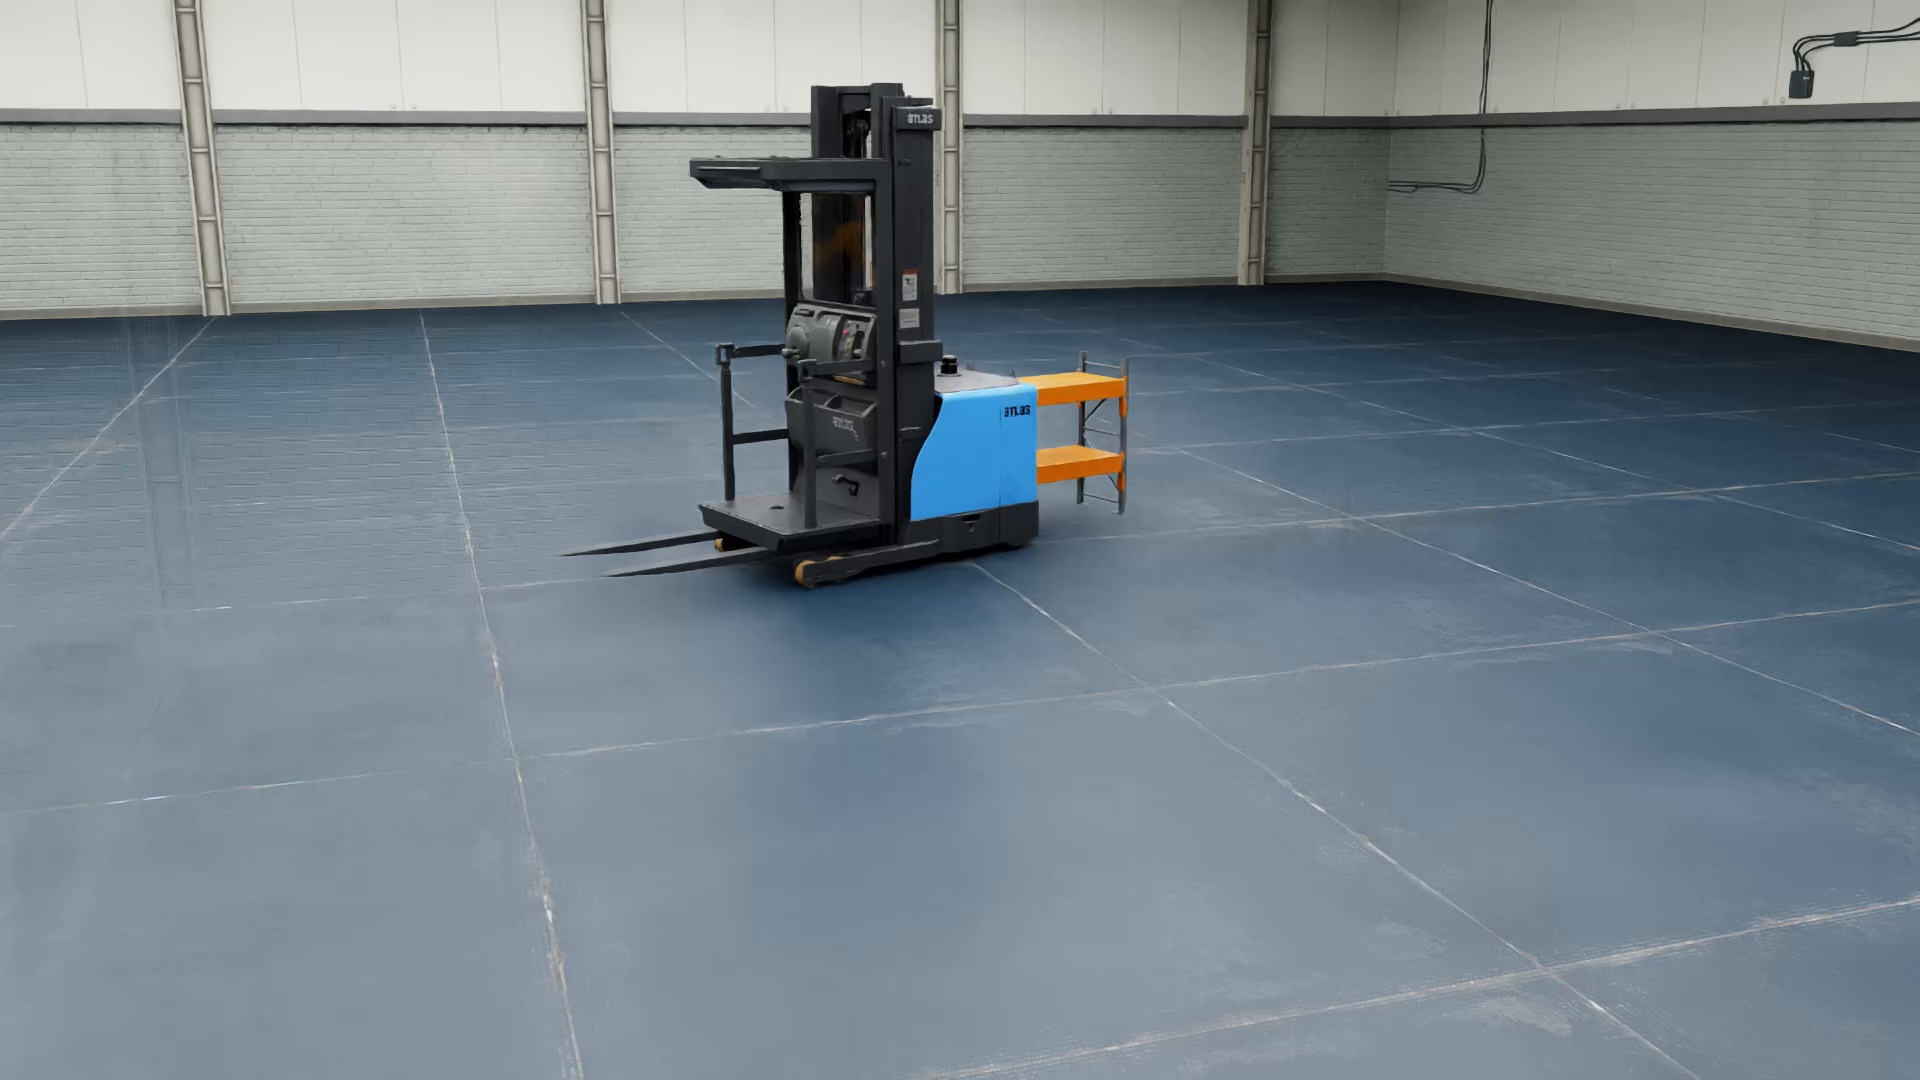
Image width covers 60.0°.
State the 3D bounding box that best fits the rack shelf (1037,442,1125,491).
[{"bbox_3d":[0.616,-0.468,11.736,1.000,0.278,0.538,-10,16,-35],"label":"rack shelf"}]

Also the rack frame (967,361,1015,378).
[{"bbox_3d":[0.207,-0.636,11.385,0.032,1.125,0.500,-10,16,-35],"label":"rack frame"}]

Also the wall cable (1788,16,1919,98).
[{"bbox_3d":[11.724,-8.716,20.991,0.169,6.003,2.305,-4,14,-18],"label":"wall cable"}]

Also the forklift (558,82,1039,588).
[{"bbox_3d":[-0.969,-1.276,10.174,3.031,2.935,1.130,-10,16,-35],"label":"forklift"}]

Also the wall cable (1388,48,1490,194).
[{"bbox_3d":[8.711,-7.634,30.502,0.112,2.526,3.097,-4,14,-18],"label":"wall cable"}]

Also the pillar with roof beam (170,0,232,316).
[{"bbox_3d":[-10.190,-6.945,20.893,0.400,9.000,9.100,-4,14,-18],"label":"pillar with roof beam"}]

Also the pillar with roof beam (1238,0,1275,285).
[{"bbox_3d":[6.870,-8.273,26.478,0.400,9.000,9.100,-4,14,-18],"label":"pillar with roof beam"}]

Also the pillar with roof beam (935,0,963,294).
[{"bbox_3d":[1.183,-7.830,24.617,0.400,9.000,9.100,-4,14,-18],"label":"pillar with roof beam"}]

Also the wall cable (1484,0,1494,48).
[{"bbox_3d":[9.574,-9.498,27.423,0.112,2.526,3.097,-4,14,-18],"label":"wall cable"}]

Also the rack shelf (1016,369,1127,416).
[{"bbox_3d":[0.616,-0.991,11.612,1.000,0.278,0.538,-10,16,-35],"label":"rack shelf"}]

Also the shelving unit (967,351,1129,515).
[{"bbox_3d":[0.616,-0.706,11.680,1.048,1.125,0.538,-10,16,-35],"label":"shelving unit"}]

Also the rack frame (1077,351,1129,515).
[{"bbox_3d":[1.024,-0.776,11.974,0.032,1.125,0.500,-10,16,-35],"label":"rack frame"}]

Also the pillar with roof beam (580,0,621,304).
[{"bbox_3d":[-4.503,-7.388,22.755,0.400,9.000,9.100,-4,14,-18],"label":"pillar with roof beam"}]
